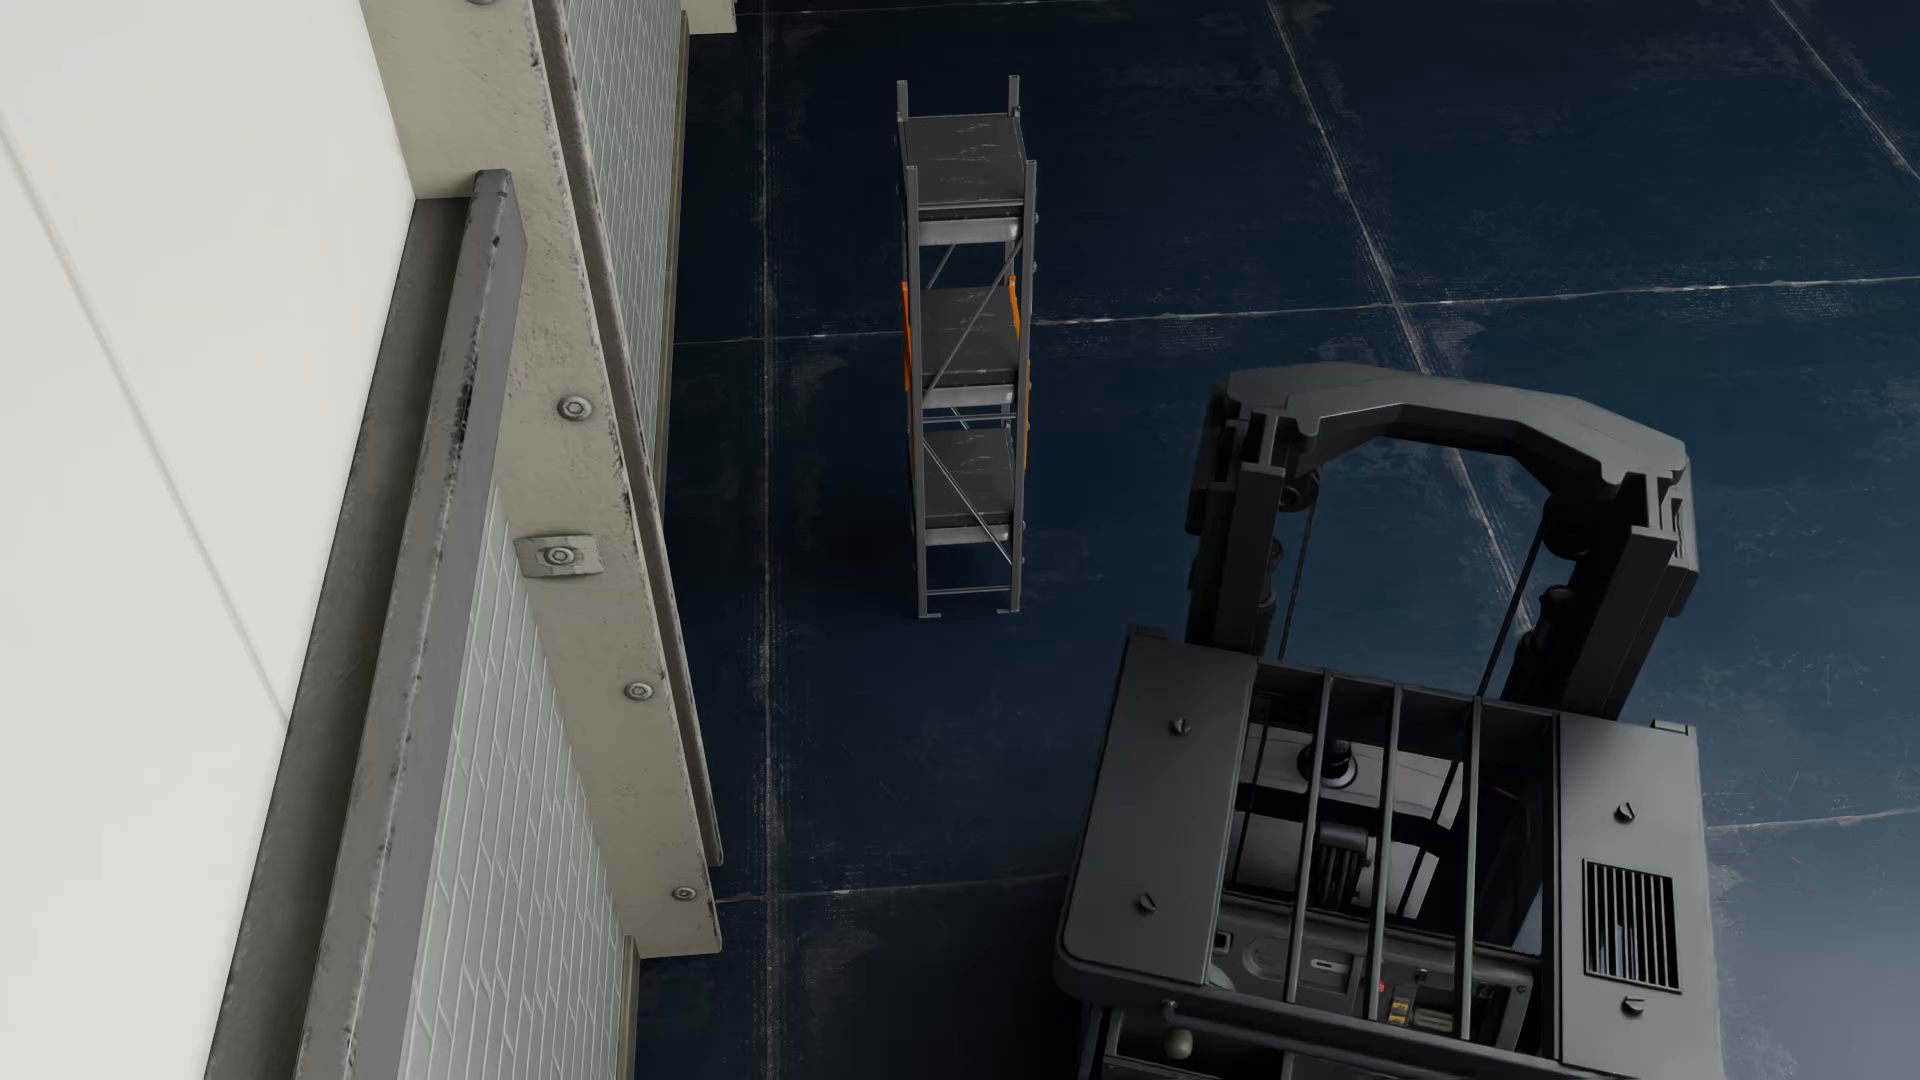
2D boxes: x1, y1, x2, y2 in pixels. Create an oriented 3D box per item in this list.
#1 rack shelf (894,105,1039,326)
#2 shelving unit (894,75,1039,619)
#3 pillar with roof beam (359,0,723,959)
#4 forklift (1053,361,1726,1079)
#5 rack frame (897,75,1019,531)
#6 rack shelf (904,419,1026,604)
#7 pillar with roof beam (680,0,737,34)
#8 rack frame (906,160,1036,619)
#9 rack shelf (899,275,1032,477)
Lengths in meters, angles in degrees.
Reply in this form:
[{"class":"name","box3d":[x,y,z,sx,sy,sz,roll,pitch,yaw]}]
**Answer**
[{"class":"rack shelf","box3d":[0.014,-1.074,5.512,0.431,0.518,0.480,-3,47,-3]},{"class":"shelving unit","box3d":[0.014,-0.602,6.011,0.431,2.100,0.503,-3,47,-3]},{"class":"pillar with roof beam","box3d":[3.319,-2.108,2.685,9.100,9.000,0.400,-3,47,-3]},{"class":"forklift","box3d":[0.787,1.180,3.750,1.130,2.935,3.031,10,47,9]},{"class":"rack frame","box3d":[-0.007,-0.779,6.178,0.400,2.100,0.015,-3,47,-3]},{"class":"rack shelf","box3d":[0.014,-0.112,6.529,0.431,0.518,0.480,-3,47,-3]},{"class":"pillar with roof beam","box3d":[2.817,-6.449,6.796,9.100,9.000,0.400,-3,47,-3]},{"class":"rack frame","box3d":[0.034,-0.426,5.844,0.400,2.100,0.015,-3,47,-3]},{"class":"rack shelf","box3d":[0.014,-0.593,6.021,0.431,0.518,0.480,-3,47,-3]}]
